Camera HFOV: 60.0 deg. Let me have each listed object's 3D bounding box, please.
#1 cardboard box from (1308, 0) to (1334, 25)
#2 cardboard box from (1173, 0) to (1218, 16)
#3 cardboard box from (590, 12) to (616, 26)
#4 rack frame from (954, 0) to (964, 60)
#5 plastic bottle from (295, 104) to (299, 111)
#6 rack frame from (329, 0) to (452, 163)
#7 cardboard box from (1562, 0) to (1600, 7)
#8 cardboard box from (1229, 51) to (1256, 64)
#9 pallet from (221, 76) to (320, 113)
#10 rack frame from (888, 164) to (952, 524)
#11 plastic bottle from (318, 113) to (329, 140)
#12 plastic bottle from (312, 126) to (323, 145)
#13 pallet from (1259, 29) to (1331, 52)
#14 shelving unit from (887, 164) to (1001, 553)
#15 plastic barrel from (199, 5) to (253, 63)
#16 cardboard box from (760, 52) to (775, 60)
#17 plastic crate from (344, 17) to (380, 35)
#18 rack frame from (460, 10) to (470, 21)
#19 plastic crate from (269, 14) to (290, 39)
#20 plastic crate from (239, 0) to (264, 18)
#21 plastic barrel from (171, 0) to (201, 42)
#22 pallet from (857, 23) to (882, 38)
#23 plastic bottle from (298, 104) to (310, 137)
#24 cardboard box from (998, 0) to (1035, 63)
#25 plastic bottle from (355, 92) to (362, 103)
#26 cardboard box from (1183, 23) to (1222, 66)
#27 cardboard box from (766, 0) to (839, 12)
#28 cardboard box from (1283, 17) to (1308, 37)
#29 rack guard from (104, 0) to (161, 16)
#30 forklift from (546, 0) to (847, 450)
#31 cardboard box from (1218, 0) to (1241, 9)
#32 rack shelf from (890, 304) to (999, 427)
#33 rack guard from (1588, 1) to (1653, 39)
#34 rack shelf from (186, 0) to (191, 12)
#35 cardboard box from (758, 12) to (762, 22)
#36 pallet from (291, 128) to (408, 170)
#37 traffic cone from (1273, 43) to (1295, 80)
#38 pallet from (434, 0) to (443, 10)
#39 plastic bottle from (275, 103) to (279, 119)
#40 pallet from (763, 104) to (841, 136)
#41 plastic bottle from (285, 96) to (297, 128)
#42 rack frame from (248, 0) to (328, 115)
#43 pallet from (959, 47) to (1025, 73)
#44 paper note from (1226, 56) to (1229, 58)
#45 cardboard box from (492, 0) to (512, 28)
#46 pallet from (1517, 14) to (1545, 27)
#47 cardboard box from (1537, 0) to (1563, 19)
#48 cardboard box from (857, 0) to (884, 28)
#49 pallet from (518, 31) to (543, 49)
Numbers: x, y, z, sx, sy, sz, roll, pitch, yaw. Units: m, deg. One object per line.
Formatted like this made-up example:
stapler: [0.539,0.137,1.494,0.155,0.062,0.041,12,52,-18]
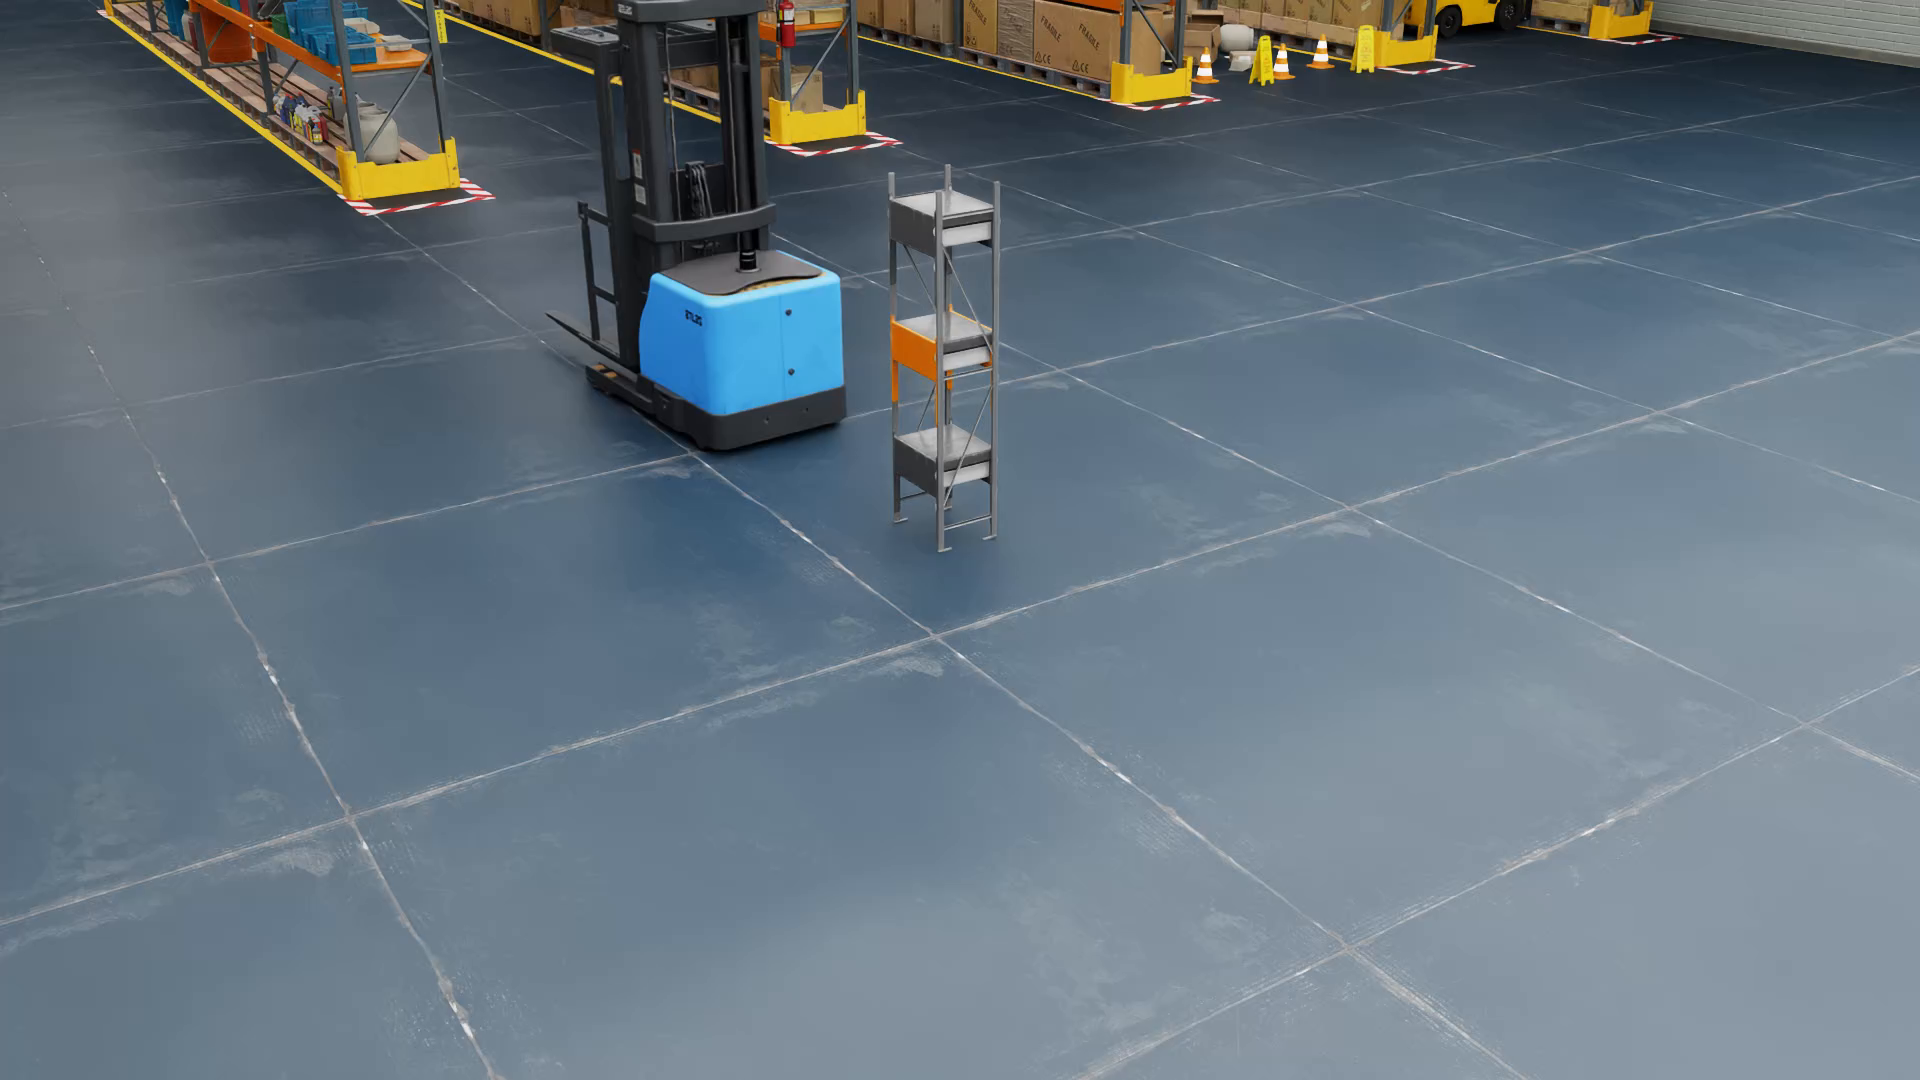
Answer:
cardboard box: [5.699,-8.194,25.445,0.500,0.500,0.500,-14,29,-28]
cardboard box: [4.170,-9.116,28.134,0.950,0.372,0.625,-15,29,-29]
cardboard box: [-5.017,-7.486,24.507,0.700,0.500,0.500,-13,28,-25]
rack frame: [0.367,-8.738,24.746,1.000,3.000,0.127,-16,29,-30]
plastic bottle: [-7.686,-4.932,19.365,0.097,0.271,0.097,0,25,0]
rack frame: [-5.811,-5.033,16.899,1.000,3.000,0.127,-16,29,-30]
cardboard box: [10.272,-8.929,27.294,0.500,0.250,0.500,-16,30,-30]
cardboard box: [4.235,-7.206,24.840,0.380,0.149,0.250,-1,25,-3]
pallet: [-9.125,-5.912,22.026,1.003,0.211,1.213,-16,29,-30]
rack frame: [-0.224,-1.096,9.612,0.400,2.100,0.015,-16,29,-30]
plastic bottle: [-7.206,-4.680,18.817,0.061,0.283,0.133,-16,29,-30]
plastic bottle: [-7.180,-4.522,18.577,0.097,0.201,0.097,0,25,0]
pallet: [5.525,-7.998,26.445,1.003,0.211,1.213,-16,29,-30]
shelving unit: [-0.090,-1.009,9.427,0.431,2.100,0.503,-16,29,-30]
plastic barrel: [-10.459,-7.274,23.696,0.600,0.830,0.708,-16,29,-30]
cardboard box: [-2.668,-5.909,21.189,0.500,0.500,0.500,-13,28,-25]
plastic crate: [-6.895,-5.823,18.880,0.530,0.136,0.437,-16,29,-30]
rack frame: [-8.211,-10.480,28.436,1.000,3.000,0.127,-16,29,-30]
plastic crate: [-7.490,-5.817,18.807,0.450,0.188,0.662,-16,29,-30]
plastic crate: [-8.515,-6.595,20.131,0.402,0.464,0.583,-16,29,-30]
plastic barrel: [-11.692,-8.115,25.392,0.600,0.901,0.708,-16,29,-30]
pallet: [-1.450,-8.608,27.738,1.003,0.211,1.213,-16,29,-30]
plastic bottle: [-7.465,-4.794,18.978,0.144,0.351,0.185,-14,29,-27]
cardboard box: [1.147,-7.404,23.918,0.875,0.875,0.875,-15,29,-29]
plastic bottle: [-7.120,-5.118,19.665,0.144,0.351,0.185,-16,29,-30]
cardboard box: [3.562,-7.406,24.850,0.637,0.503,0.797,7,26,15]
cardboard box: [-1.938,-6.571,19.689,0.875,0.500,0.500,-16,29,-30]
cardboard box: [5.409,-8.043,26.003,0.500,0.250,0.500,-17,30,-31]
rack guard: [-14.569,-9.631,29.567,1.175,0.500,0.348,-16,29,-30]
forklift: [-2.062,-2.478,11.566,1.130,2.935,3.031,-18,31,-33]
cardboard box: [4.555,-8.939,27.023,0.500,0.500,0.500,-14,29,-27]
rack shelf: [-0.090,-0.996,9.433,0.431,0.518,0.480,-16,29,-30]
rack guard: [10.812,-8.516,27.204,1.175,0.500,0.348,-16,29,-30]
rack shelf: [-11.270,-8.285,24.629,1.077,0.370,4.000,-16,29,-30]
cardboard box: [-2.305,-6.295,19.865,0.380,0.149,0.250,-16,29,-30]
pallet: [-6.992,-4.516,19.070,1.003,0.211,1.213,-16,29,-30]
traffic cone: [4.582,-6.823,23.661,0.336,0.463,0.334,-16,29,-30]
pallet: [-9.231,-9.946,30.571,1.003,0.211,1.213,-16,29,-30]
plastic bottle: [-8.132,-5.145,19.898,0.097,0.201,0.097,0,25,0]
pallet: [-2.116,-5.253,20.630,1.003,0.211,1.213,-16,29,-30]
plastic bottle: [-7.798,-5.012,19.441,0.144,0.351,0.185,-17,30,-32]
rack frame: [-7.994,-6.464,19.929,1.000,3.000,0.127,-16,29,-30]
pallet: [0.716,-7.187,24.727,1.003,0.211,1.213,-16,29,-30]
paper note: [4.121,-7.362,25.323,0.148,0.019,0.142,-6,26,-12]
cardboard box: [-6.867,-8.850,26.981,1.225,0.875,0.875,-15,29,-29]
pallet: [9.685,-9.094,28.766,1.003,0.211,1.213,-16,29,-30]
cardboard box: [10.014,-8.876,27.768,0.500,0.250,0.500,-16,29,-30]
cardboard box: [-1.080,-8.791,27.001,1.050,0.750,0.750,-15,29,-29]
pallet: [-6.395,-8.088,26.635,1.003,0.211,1.213,-16,29,-30]
